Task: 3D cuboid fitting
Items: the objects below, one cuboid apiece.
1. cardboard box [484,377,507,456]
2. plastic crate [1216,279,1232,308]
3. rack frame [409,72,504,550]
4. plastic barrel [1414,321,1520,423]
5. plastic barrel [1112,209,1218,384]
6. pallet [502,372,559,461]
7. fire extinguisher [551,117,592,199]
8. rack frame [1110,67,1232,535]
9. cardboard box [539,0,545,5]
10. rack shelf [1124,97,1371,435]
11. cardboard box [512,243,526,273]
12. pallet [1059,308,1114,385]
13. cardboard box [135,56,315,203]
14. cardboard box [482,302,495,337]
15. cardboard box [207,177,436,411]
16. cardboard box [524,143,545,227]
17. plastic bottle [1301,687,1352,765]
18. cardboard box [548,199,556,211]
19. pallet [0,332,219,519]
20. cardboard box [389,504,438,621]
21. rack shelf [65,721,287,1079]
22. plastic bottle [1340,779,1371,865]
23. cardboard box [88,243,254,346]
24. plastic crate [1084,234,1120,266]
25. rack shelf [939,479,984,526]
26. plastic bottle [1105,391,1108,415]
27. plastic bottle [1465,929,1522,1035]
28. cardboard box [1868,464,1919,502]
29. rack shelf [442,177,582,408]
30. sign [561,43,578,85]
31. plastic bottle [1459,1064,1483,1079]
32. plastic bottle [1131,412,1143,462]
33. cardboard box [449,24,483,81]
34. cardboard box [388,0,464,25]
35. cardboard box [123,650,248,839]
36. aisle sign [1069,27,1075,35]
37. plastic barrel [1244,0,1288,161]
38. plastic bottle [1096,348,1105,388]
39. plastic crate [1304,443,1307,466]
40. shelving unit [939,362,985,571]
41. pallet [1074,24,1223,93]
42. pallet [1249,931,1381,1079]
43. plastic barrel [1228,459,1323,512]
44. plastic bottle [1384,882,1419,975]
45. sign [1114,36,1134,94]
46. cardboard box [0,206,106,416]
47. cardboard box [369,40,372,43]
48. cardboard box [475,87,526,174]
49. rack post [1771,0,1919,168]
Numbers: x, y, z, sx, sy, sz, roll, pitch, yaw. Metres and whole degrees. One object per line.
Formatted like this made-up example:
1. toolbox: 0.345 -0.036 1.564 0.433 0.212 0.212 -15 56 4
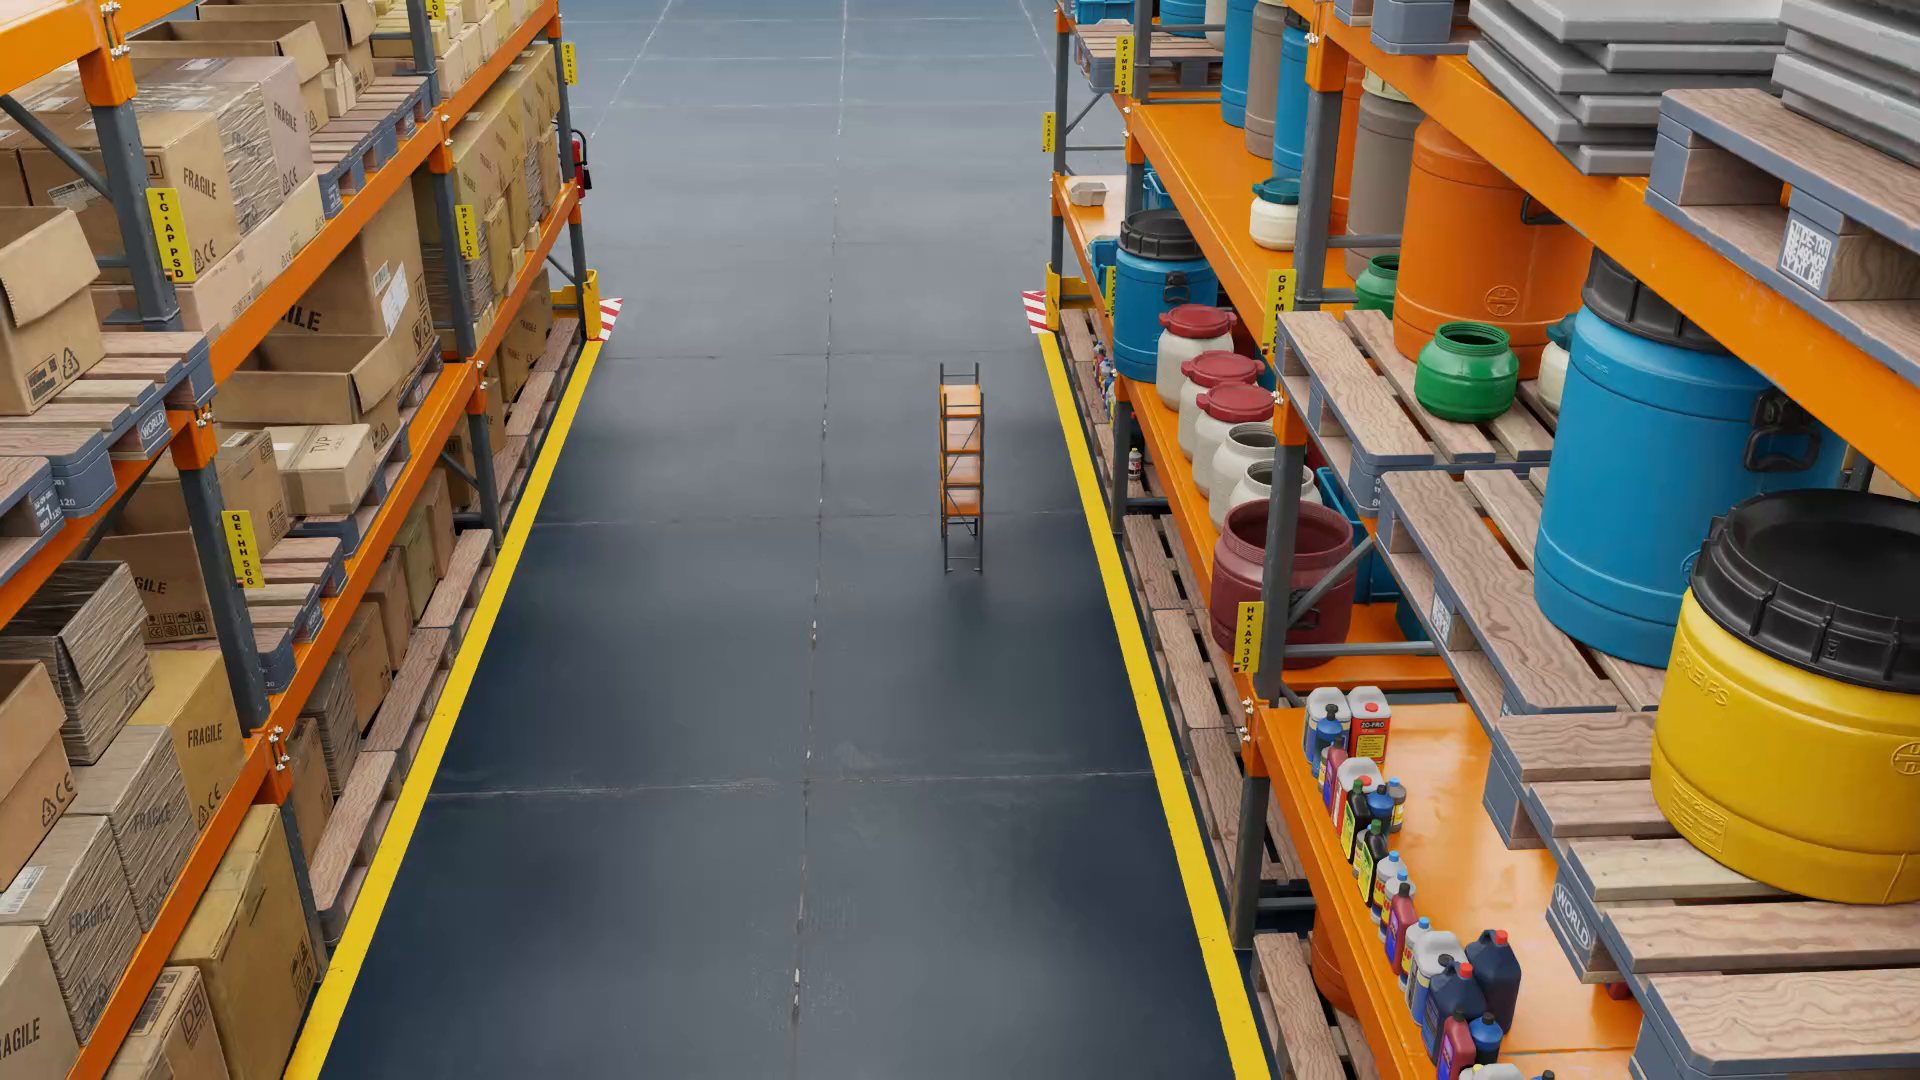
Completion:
1. cardboard box: -3.472 -0.809 11.369 0.500 0.500 0.500 7 28 14
2. plastic crate: 1.592 -1.618 10.739 0.767 0.338 0.504 -1 28 -3
3. rack frame: -3.454 -1.281 10.026 1.000 3.000 0.127 -1 28 -3
4. plastic barrel: 1.527 -0.506 5.009 0.294 0.245 0.294 0 28 0
5. plastic barrel: 1.210 -1.438 9.783 0.600 0.901 0.708 -1 28 -3
6. pallet: -3.591 -0.919 12.346 1.003 0.211 1.213 -1 28 -3
7. fire extinguisher: -3.208 -3.158 13.708 0.296 0.674 0.183 -1 28 -3
8. rack frame: 1.492 -1.401 10.255 1.000 3.000 0.127 -1 28 -3
9. cardboard box: -3.384 -4.176 12.493 0.500 0.250 0.500 -1 28 -1
10. rack shelf: 1.597 -1.488 7.957 1.077 0.370 4.000 -1 28 -3
11. cardboard box: -3.256 -1.969 11.615 0.380 0.149 0.250 -1 28 -3
12. pallet: 1.372 -1.603 13.657 1.003 0.211 1.213 -1 28 -3
13. cardboard box: -3.069 -1.720 6.974 0.500 0.500 0.500 -2 28 -4
14. cardboard box: -3.165 -1.392 10.510 0.380 0.149 0.250 -1 28 -3
15. cardboard box: -3.552 -1.363 9.080 1.000 1.000 1.000 -1 28 -2
16. cardboard box: -3.533 -2.590 12.105 0.875 0.500 0.500 -1 28 -3
17. plastic bottle: 1.401 0.709 6.344 0.152 0.276 0.135 -1 28 -3
18. cardboard box: -3.365 -2.661 12.942 0.380 0.149 0.250 -1 28 -3
19. pallet: -3.158 -0.384 5.266 1.213 0.211 1.003 0 28 0
20. cardboard box: -3.437 0.137 9.534 0.700 0.500 0.500 -2 28 -3
21. rack shelf: -3.141 1.808 4.879 1.077 0.370 4.000 -1 28 -3
22. plastic bottle: 1.387 0.982 5.811 0.061 0.283 0.133 -1 28 -3
23. cardboard box: -3.015 -0.921 6.253 0.500 0.250 0.500 -1 28 -2
24. plastic crate: 1.155 -2.028 11.742 0.530 0.136 0.437 -1 28 -3
25. rack shelf: 0.009 -0.220 10.511 0.258 0.148 0.480 -1 28 -3
26. plastic bottle: 1.106 -1.013 12.060 0.097 0.201 0.097 0 28 0
27. plastic bottle: 1.623 1.324 5.083 0.144 0.351 0.185 -1 28 -3
28. cardboard box: 6.213 -0.294 10.651 0.500 0.250 0.500 -2 28 -4
29. rack shelf: -3.558 -1.886 11.963 1.077 0.370 4.000 -1 28 -3
30. sign: -3.107 -3.786 13.234 0.100 0.325 0.005 -1 28 -3
31. plastic bottle: 1.469 1.584 4.747 0.097 0.201 0.097 0 28 0
32. plastic bottle: 1.171 -0.712 11.323 0.144 0.351 0.185 -2 28 -4
33. cardboard box: -3.254 -3.003 10.245 0.500 0.250 0.500 -2 28 -3
34. cardboard box: -3.294 -3.239 10.266 0.380 0.149 0.250 -1 28 -1
35. cardboard box: -2.972 0.743 6.035 0.500 0.500 0.500 -1 28 -1
36. aisle sign: 0.987 -4.427 13.246 0.394 0.787 0.004 -1 28 -3
37. plastic barrel: 1.770 -2.422 8.426 0.600 0.901 0.600 0 28 0
38. plastic bottle: 1.061 -1.289 12.502 0.061 0.283 0.133 -1 28 -2
39. plastic crate: 1.865 -0.510 8.775 0.450 0.188 0.662 -1 28 -3
40. shelving unit: 0.009 -0.456 10.388 0.258 1.200 0.503 -1 28 -3
41. pallet: 1.357 -2.978 10.239 1.213 0.211 1.003 -1 28 -3
42. pallet: 1.784 2.046 6.662 1.003 0.211 1.213 -1 28 -3
43. plastic barrel: 1.434 -0.073 7.588 0.421 0.512 0.421 0 28 0
44. plastic bottle: 1.416 1.240 5.317 0.061 0.283 0.133 -1 28 -3
45. sign: 0.942 -2.727 9.543 0.100 0.325 0.005 -1 28 -3
46. cardboard box: -3.141 -0.716 5.132 0.797 0.503 0.637 0 28 0
47. cardboard box: -3.682 -2.990 9.790 0.380 0.149 0.250 -1 28 -2
48. cardboard box: -3.314 -2.807 11.440 0.500 0.500 0.500 -1 28 -3
49. rack post: 1.897 -0.723 2.549 0.937 0.300 0.954 -2 28 -4
